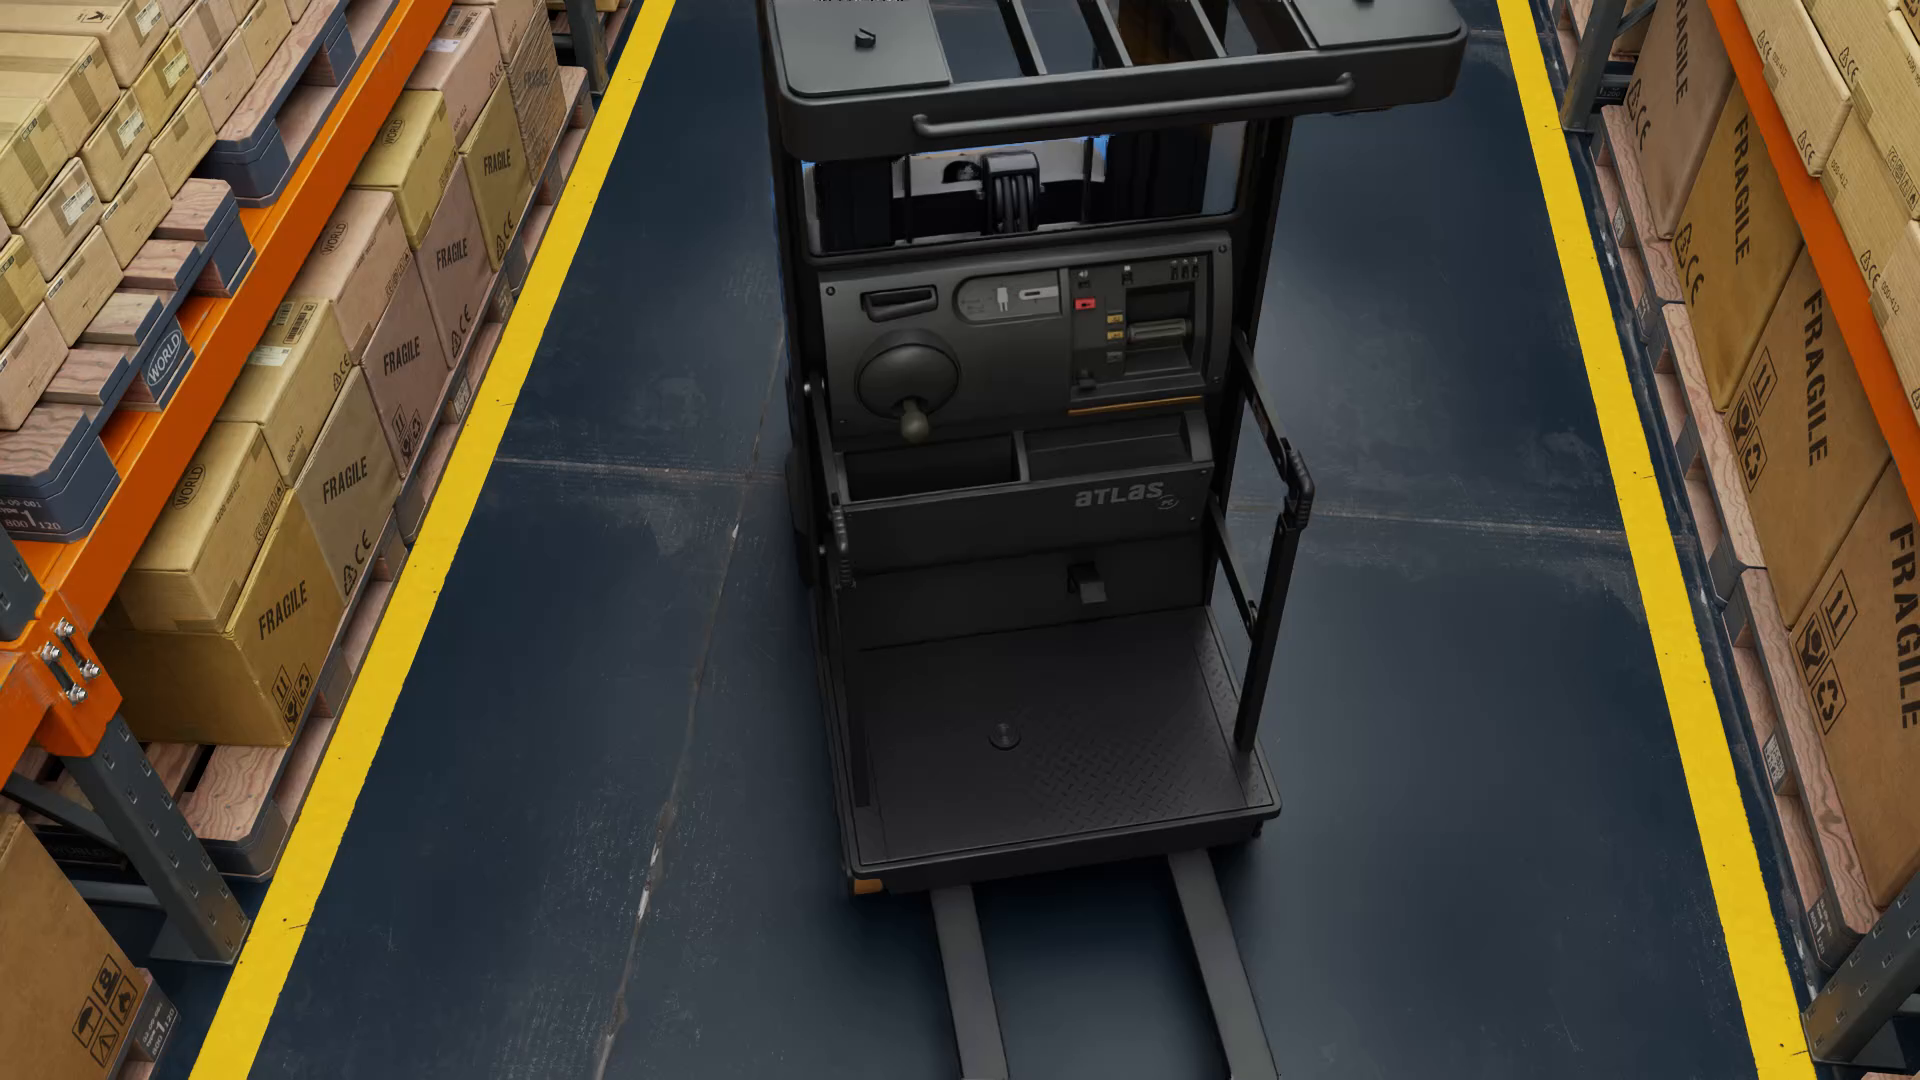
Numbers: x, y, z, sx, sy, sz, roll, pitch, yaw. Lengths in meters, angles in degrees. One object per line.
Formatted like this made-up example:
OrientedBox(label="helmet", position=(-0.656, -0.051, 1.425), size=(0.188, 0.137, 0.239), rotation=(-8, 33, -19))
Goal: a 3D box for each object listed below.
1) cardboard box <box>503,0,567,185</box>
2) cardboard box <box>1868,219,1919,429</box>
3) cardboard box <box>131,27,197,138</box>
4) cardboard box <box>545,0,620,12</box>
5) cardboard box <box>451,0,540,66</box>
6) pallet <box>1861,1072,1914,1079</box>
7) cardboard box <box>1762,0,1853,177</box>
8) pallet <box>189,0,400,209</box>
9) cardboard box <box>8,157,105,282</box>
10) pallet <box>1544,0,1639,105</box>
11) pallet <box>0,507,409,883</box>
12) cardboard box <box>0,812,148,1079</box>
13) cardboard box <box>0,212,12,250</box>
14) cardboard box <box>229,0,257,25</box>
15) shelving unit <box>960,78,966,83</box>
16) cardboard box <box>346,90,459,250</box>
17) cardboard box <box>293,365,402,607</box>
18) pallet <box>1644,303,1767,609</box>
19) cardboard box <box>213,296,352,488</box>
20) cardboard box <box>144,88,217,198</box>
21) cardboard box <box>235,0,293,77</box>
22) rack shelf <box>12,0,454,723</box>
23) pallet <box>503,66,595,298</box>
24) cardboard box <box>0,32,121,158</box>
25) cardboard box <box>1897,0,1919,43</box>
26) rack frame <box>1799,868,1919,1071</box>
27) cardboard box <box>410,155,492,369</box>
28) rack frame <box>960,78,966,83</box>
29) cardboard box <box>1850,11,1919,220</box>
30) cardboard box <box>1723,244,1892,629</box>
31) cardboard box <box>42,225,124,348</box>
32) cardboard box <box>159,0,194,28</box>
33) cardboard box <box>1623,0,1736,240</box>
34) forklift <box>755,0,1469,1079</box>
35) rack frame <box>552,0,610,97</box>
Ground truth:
OrientedBox(label="cardboard box", position=(-1.800, -1.677, 6.161), size=(0.500, 0.500, 0.500), rotation=(3, 48, 3))
OrientedBox(label="cardboard box", position=(2.409, -0.457, 3.737), size=(0.500, 0.250, 0.500), rotation=(5, 48, 4))
OrientedBox(label="cardboard box", position=(-2.038, -1.081, 3.890), size=(0.380, 0.149, 0.250), rotation=(4, 48, 4))
OrientedBox(label="cardboard box", position=(-1.630, -2.365, 7.028), size=(0.380, 0.149, 0.250), rotation=(2, 48, 2))
OrientedBox(label="cardboard box", position=(-1.800, -1.927, 5.881), size=(0.500, 0.250, 0.500), rotation=(3, 48, 2))
OrientedBox(label="pallet", position=(2.518, 1.773, 3.485), size=(1.003, 0.211, 1.213), rotation=(4, 48, 4))
OrientedBox(label="cardboard box", position=(2.489, -1.202, 4.419), size=(0.500, 0.250, 0.500), rotation=(3, 48, 3))
OrientedBox(label="pallet", position=(-2.208, -1.393, 4.621), size=(1.003, 0.211, 1.213), rotation=(4, 48, 4))
OrientedBox(label="cardboard box", position=(-2.081, -0.699, 3.541), size=(0.380, 0.149, 0.250), rotation=(6, 48, 5))
OrientedBox(label="pallet", position=(3.102, -2.294, 7.205), size=(1.003, 0.211, 1.213), rotation=(4, 48, 4))
OrientedBox(label="pallet", position=(-2.275, 0.366, 4.772), size=(1.003, 0.211, 1.213), rotation=(4, 48, 4))
OrientedBox(label="cardboard box", position=(-2.493, 1.058, 3.489), size=(1.050, 0.750, 0.750), rotation=(3, 48, 3))
OrientedBox(label="cardboard box", position=(-2.113, -0.588, 3.238), size=(0.380, 0.149, 0.250), rotation=(4, 48, 4))
OrientedBox(label="cardboard box", position=(-1.988, -1.446, 4.224), size=(0.380, 0.149, 0.250), rotation=(3, 48, 3))
OrientedBox(label="shelving unit", position=(0.066, -0.961, 5.417), size=(0.215, 1.050, 0.252), rotation=(12, 49, 11))
OrientedBox(label="cardboard box", position=(-1.894, -1.161, 5.180), size=(0.500, 0.250, 0.500), rotation=(2, 48, 2))
OrientedBox(label="cardboard box", position=(-1.987, -0.171, 4.783), size=(0.500, 0.500, 0.500), rotation=(4, 48, 4))
OrientedBox(label="pallet", position=(2.851, -0.269, 5.353), size=(1.003, 0.211, 1.213), rotation=(4, 48, 4))
OrientedBox(label="cardboard box", position=(-1.998, -0.415, 4.498), size=(0.500, 0.250, 0.500), rotation=(3, 48, 3))
OrientedBox(label="cardboard box", position=(-2.034, -0.967, 3.987), size=(0.380, 0.149, 0.250), rotation=(6, 48, 5))
OrientedBox(label="cardboard box", position=(-1.987, -1.347, 4.335), size=(0.380, 0.149, 0.250), rotation=(4, 48, 4))
OrientedBox(label="rack shelf", position=(-2.166, -1.227, 4.827), size=(1.077, 0.370, 4.000), rotation=(4, 48, 4))
OrientedBox(label="pallet", position=(-2.053, -1.427, 6.412), size=(1.003, 0.211, 1.213), rotation=(4, 48, 4))
OrientedBox(label="cardboard box", position=(-2.064, -0.962, 3.580), size=(0.380, 0.149, 0.250), rotation=(4, 48, 3))
OrientedBox(label="cardboard box", position=(2.468, -1.253, 3.618), size=(0.500, 0.500, 0.500), rotation=(4, 48, 4))
OrientedBox(label="rack frame", position=(2.591, 0.258, 2.981), size=(1.000, 3.000, 0.127), rotation=(4, 48, 4))
OrientedBox(label="cardboard box", position=(-1.898, -0.924, 5.471), size=(0.500, 0.500, 0.500), rotation=(3, 48, 3))
OrientedBox(label="rack frame", position=(0.099, -1.048, 5.496), size=(0.200, 1.050, 0.008), rotation=(12, 49, 11))
OrientedBox(label="cardboard box", position=(2.451, -0.988, 3.883), size=(0.500, 0.250, 0.500), rotation=(3, 48, 3))
OrientedBox(label="cardboard box", position=(2.822, -0.324, 4.669), size=(0.875, 0.875, 0.875), rotation=(4, 48, 4))
OrientedBox(label="cardboard box", position=(-2.082, -0.570, 3.624), size=(0.380, 0.149, 0.250), rotation=(6, 48, 5))
OrientedBox(label="cardboard box", position=(-2.017, -1.356, 3.940), size=(0.380, 0.149, 0.250), rotation=(6, 48, 5))
OrientedBox(label="cardboard box", position=(2.978, -1.645, 5.877), size=(0.875, 0.875, 0.875), rotation=(5, 48, 5))
OrientedBox(label="forklift", position=(0.195, -0.354, 3.587), size=(1.130, 2.935, 3.031), rotation=(-7, 48, -7))
OrientedBox(label="rack frame", position=(-1.983, -2.940, 5.906), size=(1.000, 3.000, 0.127), rotation=(4, 48, 4))
